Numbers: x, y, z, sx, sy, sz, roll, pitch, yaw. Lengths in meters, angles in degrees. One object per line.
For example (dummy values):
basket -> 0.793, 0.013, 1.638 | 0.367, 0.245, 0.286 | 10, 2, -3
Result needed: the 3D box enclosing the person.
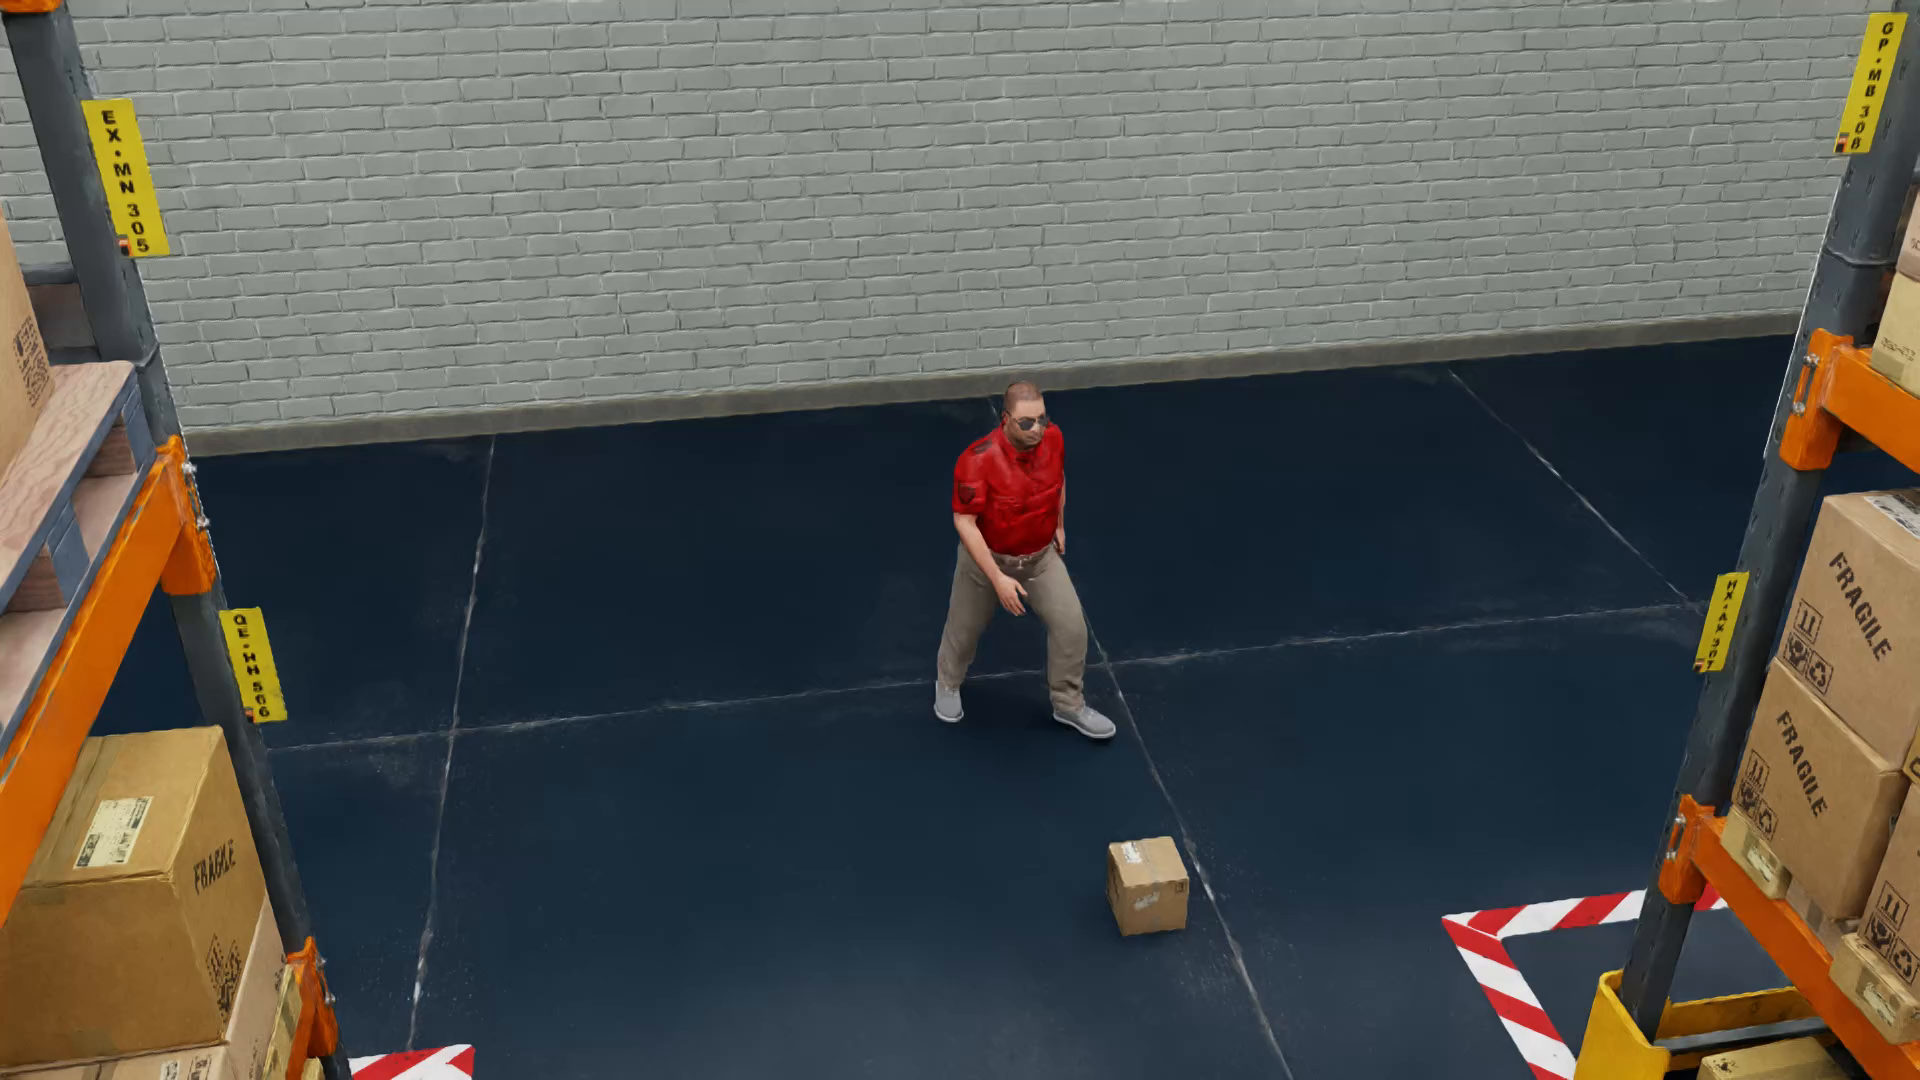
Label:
person -> 0.242, 0.074, 7.045 | 0.655, 1.683, 0.754 | -16, 34, -25
